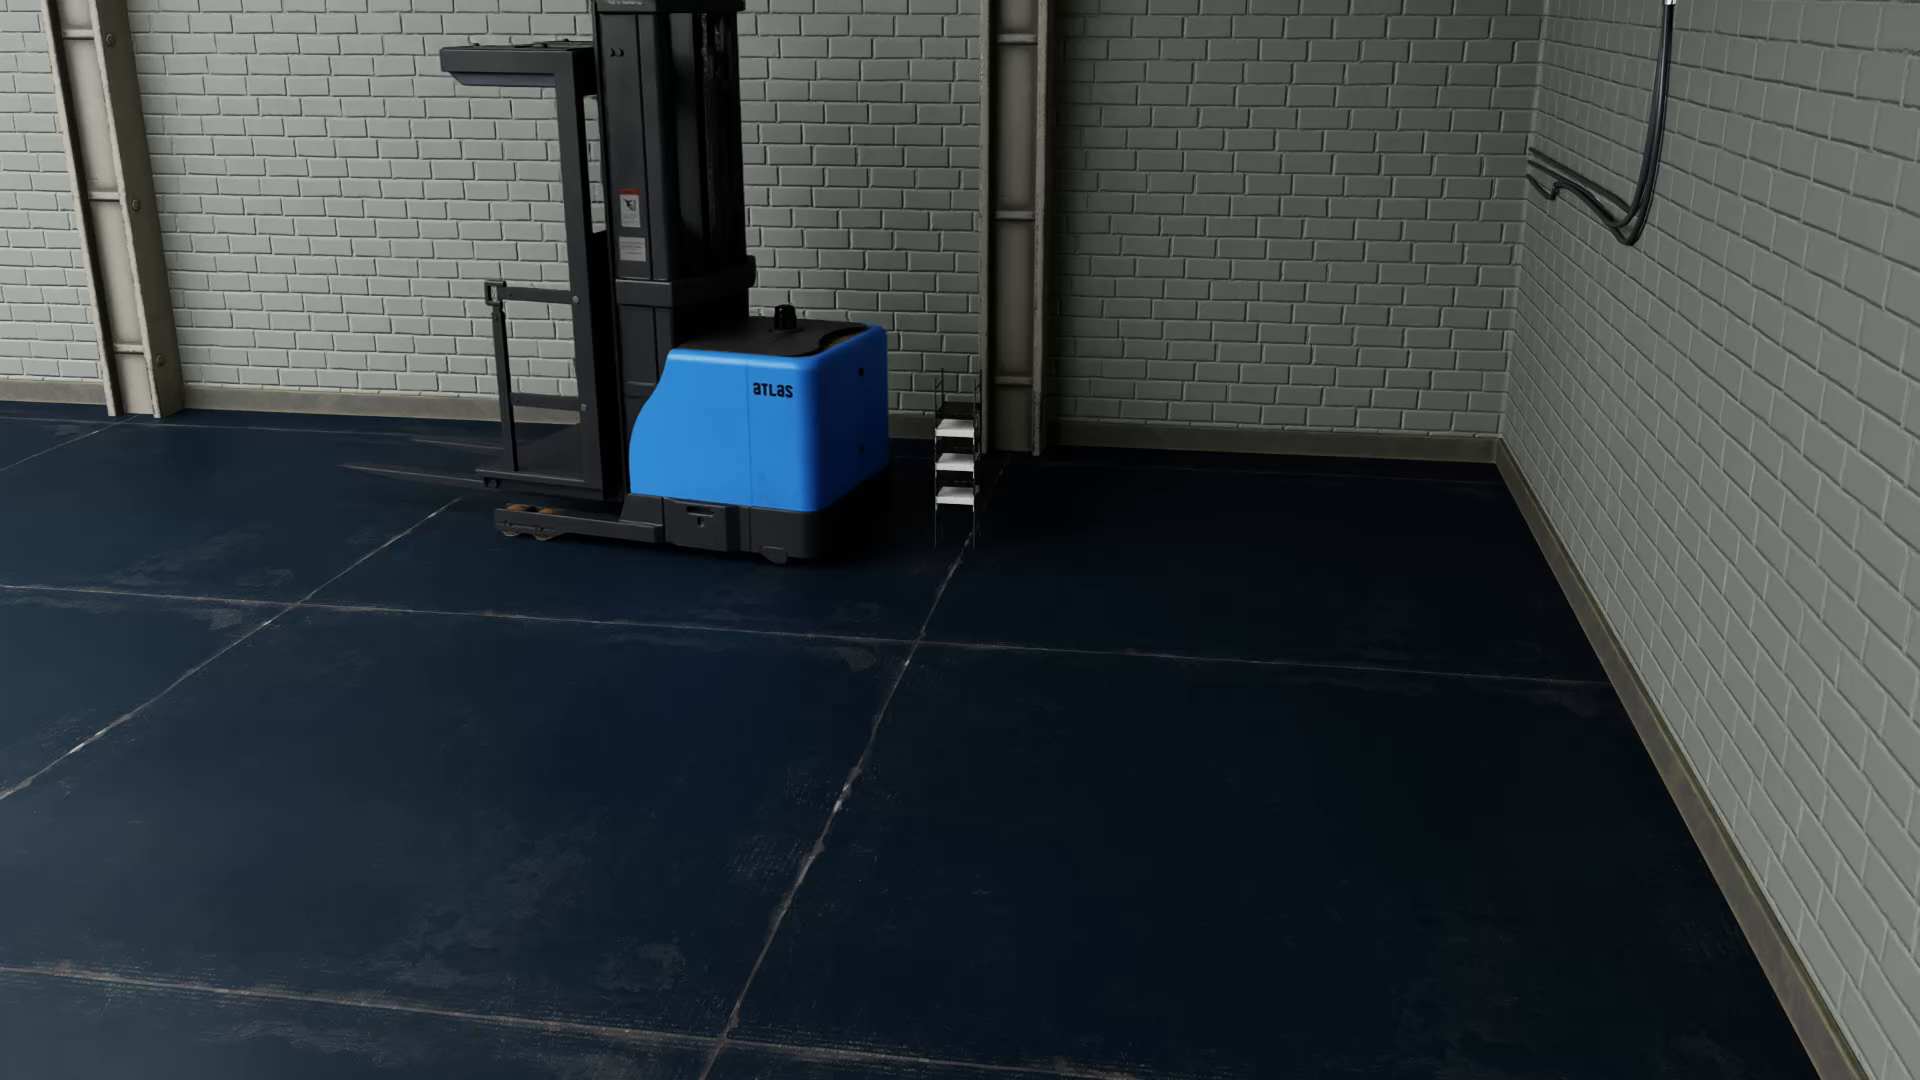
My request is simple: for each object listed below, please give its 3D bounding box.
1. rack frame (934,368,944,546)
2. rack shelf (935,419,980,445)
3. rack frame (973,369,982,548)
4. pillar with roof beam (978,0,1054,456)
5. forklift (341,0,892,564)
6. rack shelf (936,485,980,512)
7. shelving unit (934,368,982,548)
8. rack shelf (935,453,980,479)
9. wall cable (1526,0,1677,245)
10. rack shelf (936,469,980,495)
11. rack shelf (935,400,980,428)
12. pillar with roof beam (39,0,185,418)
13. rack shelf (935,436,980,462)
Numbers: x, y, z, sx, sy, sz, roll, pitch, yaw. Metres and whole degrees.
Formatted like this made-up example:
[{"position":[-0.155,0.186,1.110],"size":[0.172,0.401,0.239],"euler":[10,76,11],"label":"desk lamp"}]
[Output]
[{"position":[-0.108,-0.432,8.677],"size":[0.006,0.900,0.240],"euler":[3,19,9],"label":"rack frame"},{"position":[-0.008,-0.566,8.615],"size":[0.200,0.077,0.258],"euler":[3,19,9],"label":"rack shelf"},{"position":[0.092,-0.422,8.646],"size":[0.006,0.900,0.240],"euler":[3,19,9],"label":"rack frame"},{"position":[-0.348,-3.503,5.090],"size":[0.400,9.000,9.100],"euler":[3,19,9],"label":"pillar with roof beam"},{"position":[-1.947,-1.536,8.774],"size":[3.031,2.935,1.130],"euler":[6,20,18],"label":"forklift"},{"position":[-0.008,-0.225,8.729],"size":[0.200,0.077,0.258],"euler":[3,19,9],"label":"rack shelf"},{"position":[-0.008,-0.427,8.662],"size":[0.210,0.900,0.258],"euler":[3,19,9],"label":"shelving unit"},{"position":[-0.008,-0.396,8.672],"size":[0.200,0.077,0.258],"euler":[3,19,9],"label":"rack shelf"},{"position":[3.034,-2.816,7.932],"size":[0.112,2.526,3.097],"euler":[3,19,9],"label":"wall cable"},{"position":[-0.008,-0.310,8.701],"size":[0.200,0.077,0.258],"euler":[3,19,9],"label":"rack shelf"},{"position":[-0.008,-0.652,8.586],"size":[0.200,0.077,0.258],"euler":[3,19,9],"label":"rack shelf"},{"position":[-6.272,-3.805,5.992],"size":[0.400,9.000,9.100],"euler":[3,19,9],"label":"pillar with roof beam"},{"position":[-0.008,-0.481,8.644],"size":[0.200,0.077,0.258],"euler":[3,19,9],"label":"rack shelf"}]
